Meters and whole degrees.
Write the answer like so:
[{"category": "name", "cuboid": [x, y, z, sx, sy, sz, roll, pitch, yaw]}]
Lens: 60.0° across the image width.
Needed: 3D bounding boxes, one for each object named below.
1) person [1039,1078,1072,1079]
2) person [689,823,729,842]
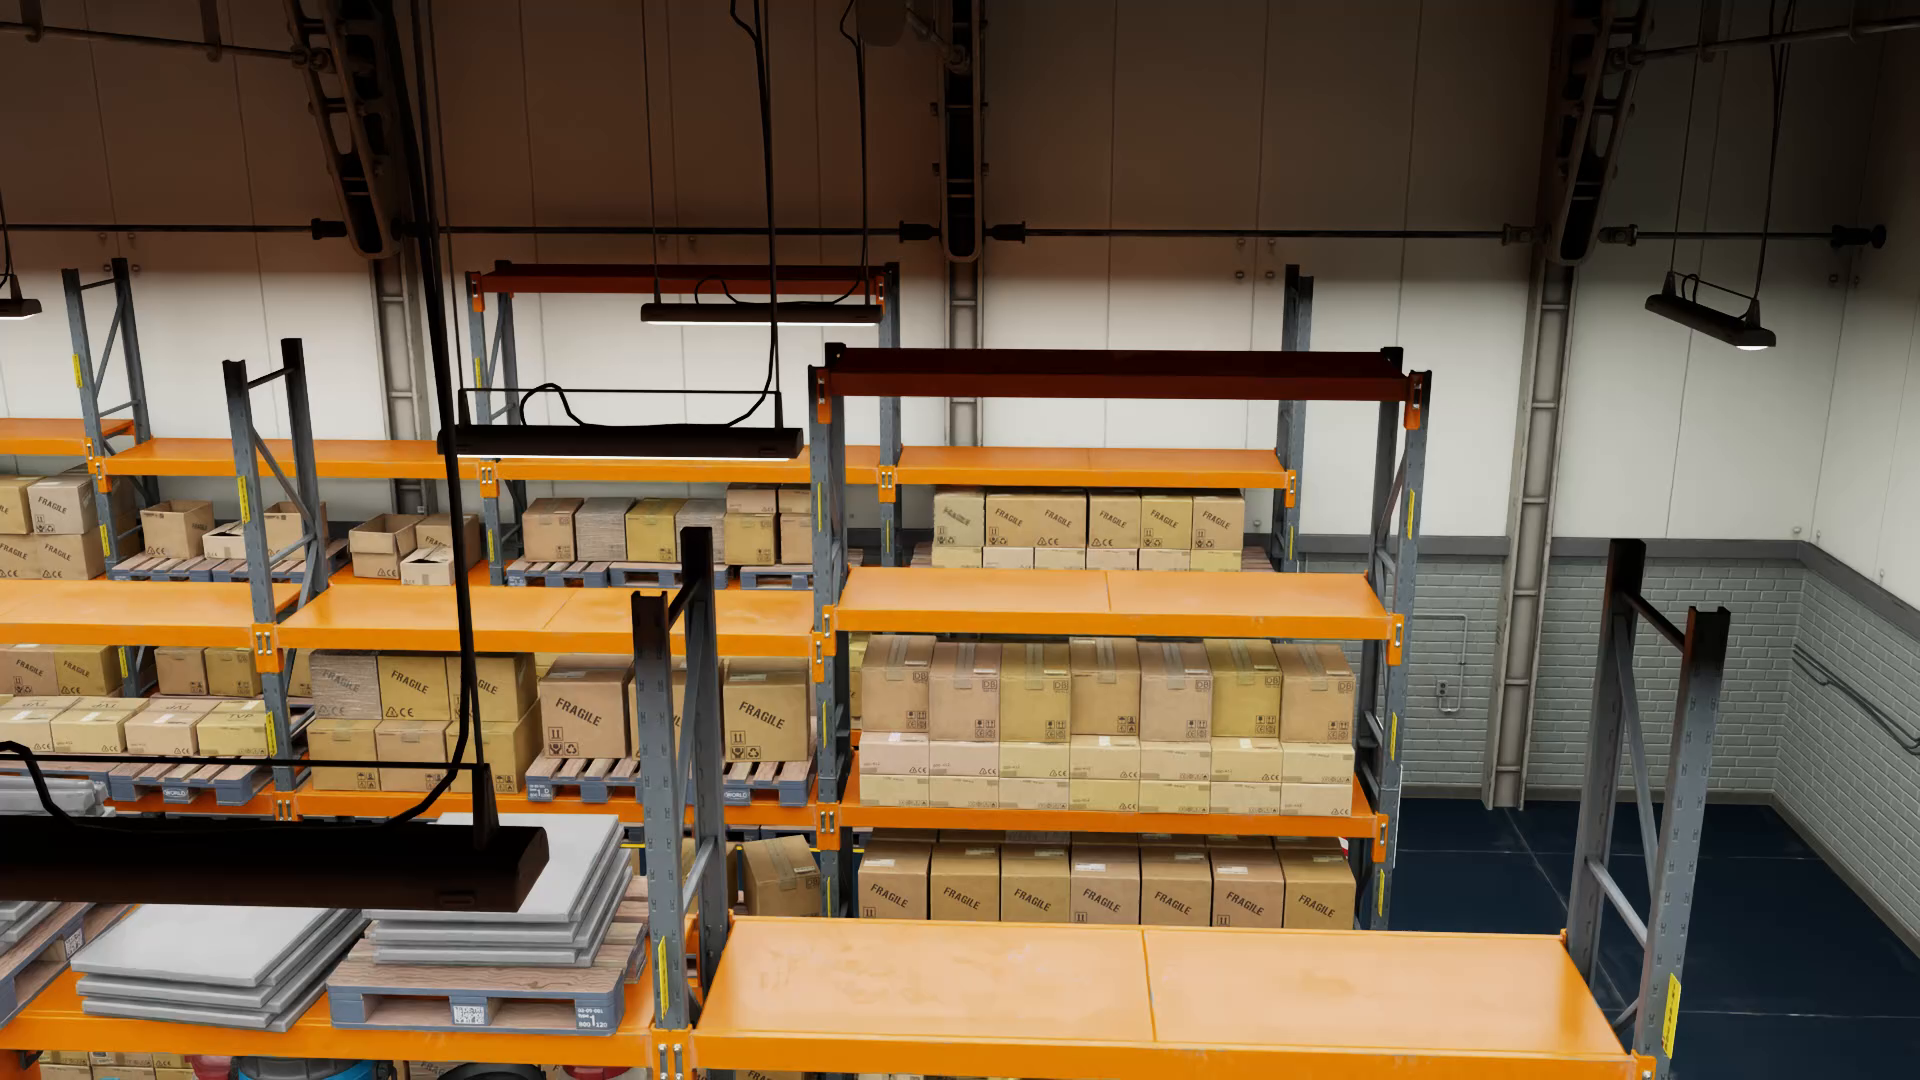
[{"category": "person", "cuboid": [0.653, 4.217, 11.258, 0.839, 1.553, 0.449, 3, 16, 9]}, {"category": "person", "cuboid": [-2.364, 2.871, 15.788, 0.455, 1.621, 0.529, 6, 17, 19]}]
